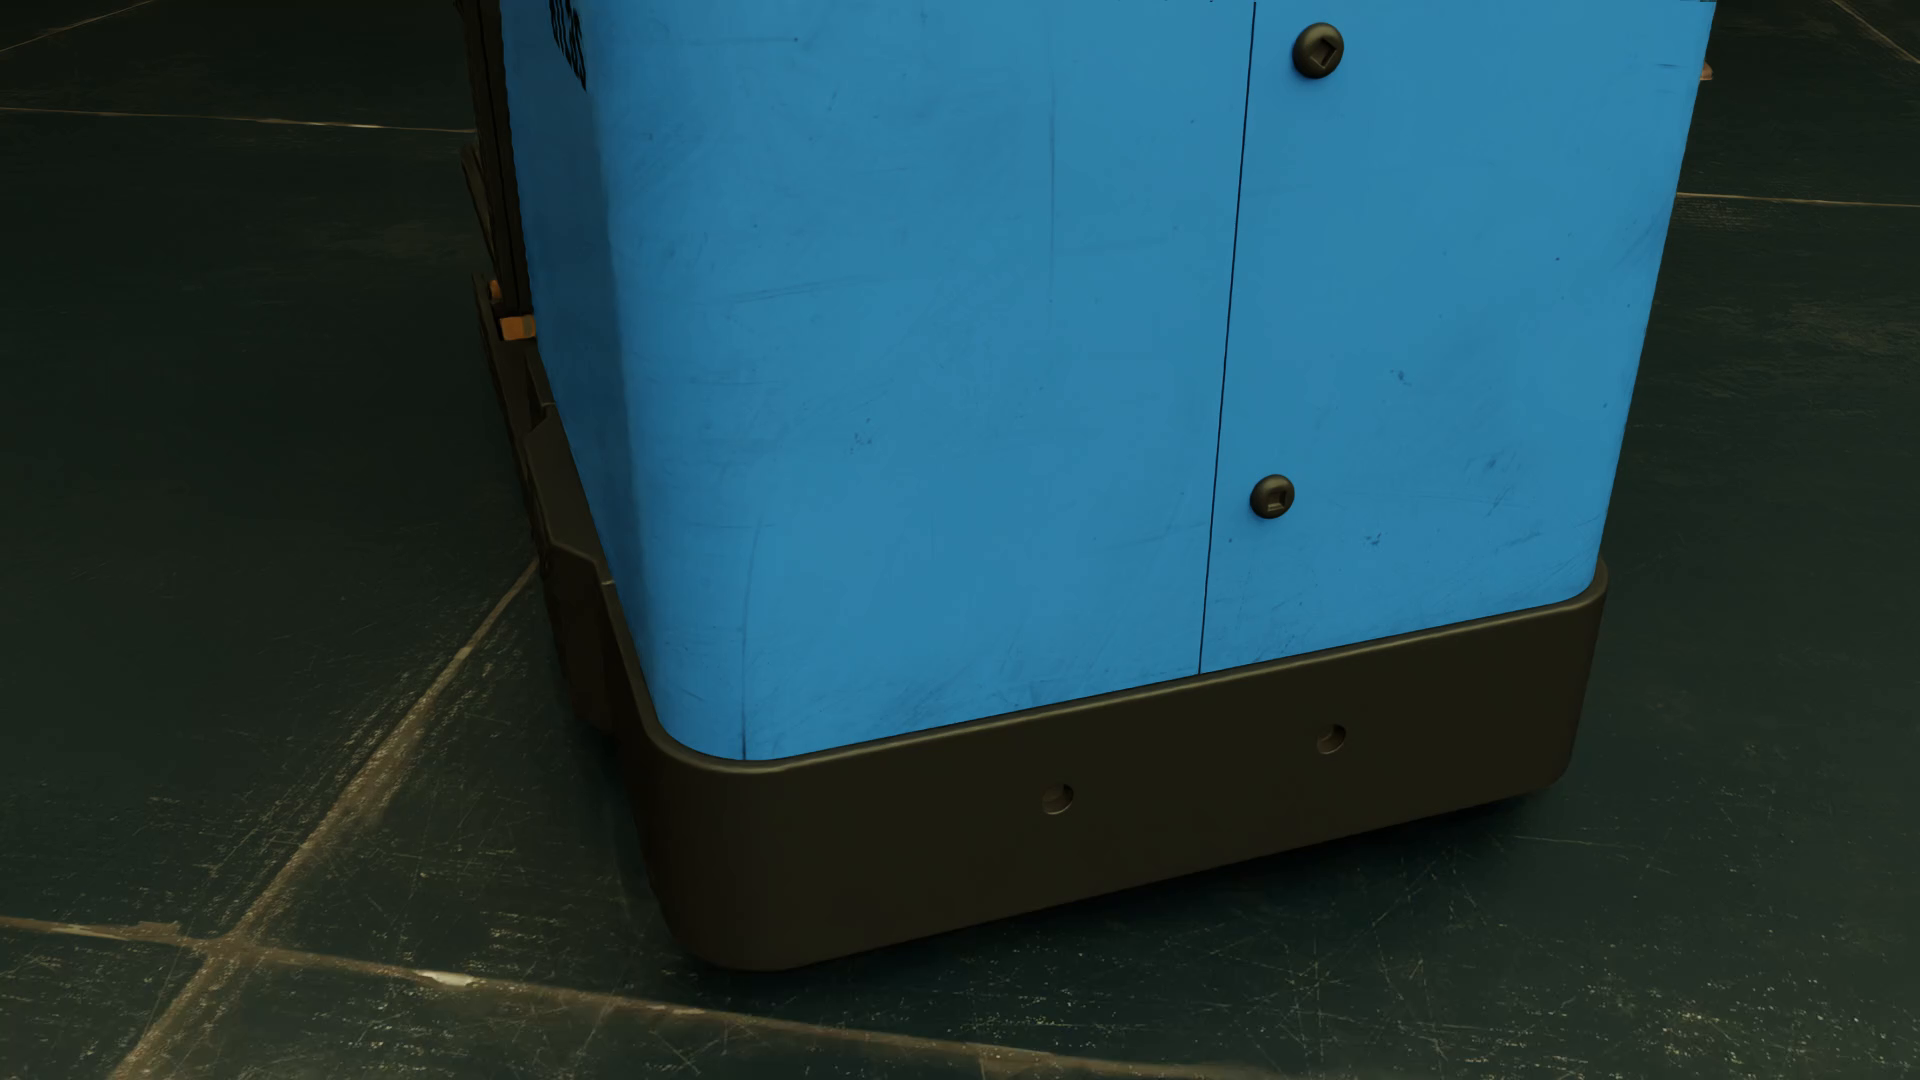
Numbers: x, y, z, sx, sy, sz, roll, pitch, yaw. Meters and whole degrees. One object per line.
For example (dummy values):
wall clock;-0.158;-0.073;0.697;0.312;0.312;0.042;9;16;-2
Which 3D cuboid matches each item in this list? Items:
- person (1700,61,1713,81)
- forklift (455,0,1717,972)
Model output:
person;1.873;-2.087;4.707;0.862;1.549;0.611;16;33;26
forklift;-0.258;-1.566;2.301;1.130;2.935;3.031;-10;30;-17
